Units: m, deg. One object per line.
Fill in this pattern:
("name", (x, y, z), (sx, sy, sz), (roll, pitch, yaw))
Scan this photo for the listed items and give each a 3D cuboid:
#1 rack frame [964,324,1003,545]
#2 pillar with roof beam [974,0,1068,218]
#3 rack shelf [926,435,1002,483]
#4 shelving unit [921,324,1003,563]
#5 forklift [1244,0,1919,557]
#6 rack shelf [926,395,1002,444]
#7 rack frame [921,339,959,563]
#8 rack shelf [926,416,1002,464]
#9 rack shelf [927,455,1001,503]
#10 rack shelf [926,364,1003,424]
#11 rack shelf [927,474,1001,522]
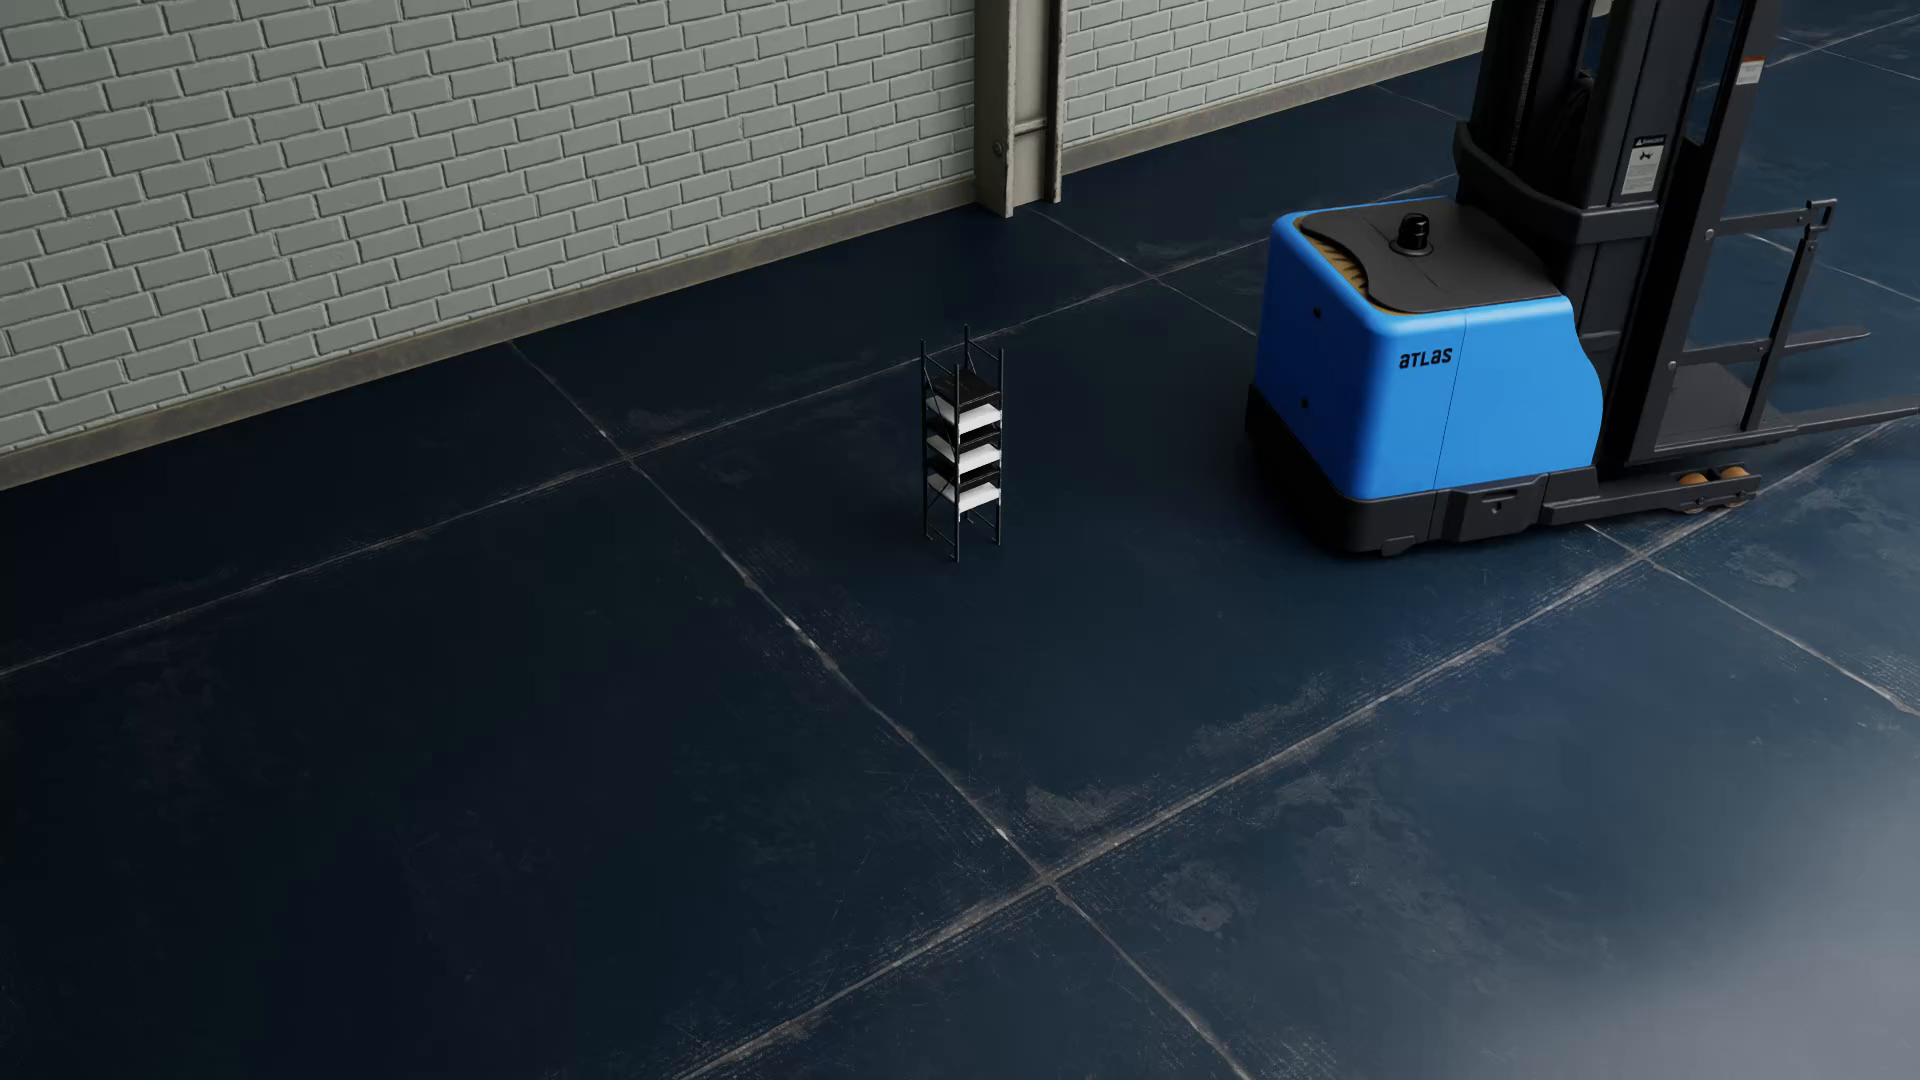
("rack frame", (0.090, -0.402, 6.539), (0.006, 0.900, 0.240), (-22, 41, -28))
("pillar with roof beam", (2.805, -3.528, 3.948), (0.400, 9.000, 9.100), (-22, 41, -28))
("rack shelf", (0.007, -0.341, 6.511), (0.200, 0.077, 0.258), (-22, 41, -28))
("shelving unit", (0.007, -0.368, 6.491), (0.210, 0.900, 0.258), (-22, 41, -28))
("forklift", (2.824, -1.588, 6.448), (3.031, 2.935, 1.130), (-9, 37, -12))
("rack shelf", (0.007, -0.487, 6.405), (0.200, 0.077, 0.258), (-22, 41, -28))
("rack frame", (-0.076, -0.334, 6.443), (0.006, 0.900, 0.240), (-22, 41, -28))
("rack shelf", (0.007, -0.414, 6.458), (0.200, 0.077, 0.258), (-22, 41, -28))
("rack shelf", (0.007, -0.268, 6.563), (0.200, 0.077, 0.258), (-22, 41, -28))
("rack shelf", (0.007, -0.560, 6.353), (0.200, 0.077, 0.258), (-22, 41, -28))
("rack shelf", (0.007, -0.195, 6.616), (0.200, 0.077, 0.258), (-22, 41, -28))
